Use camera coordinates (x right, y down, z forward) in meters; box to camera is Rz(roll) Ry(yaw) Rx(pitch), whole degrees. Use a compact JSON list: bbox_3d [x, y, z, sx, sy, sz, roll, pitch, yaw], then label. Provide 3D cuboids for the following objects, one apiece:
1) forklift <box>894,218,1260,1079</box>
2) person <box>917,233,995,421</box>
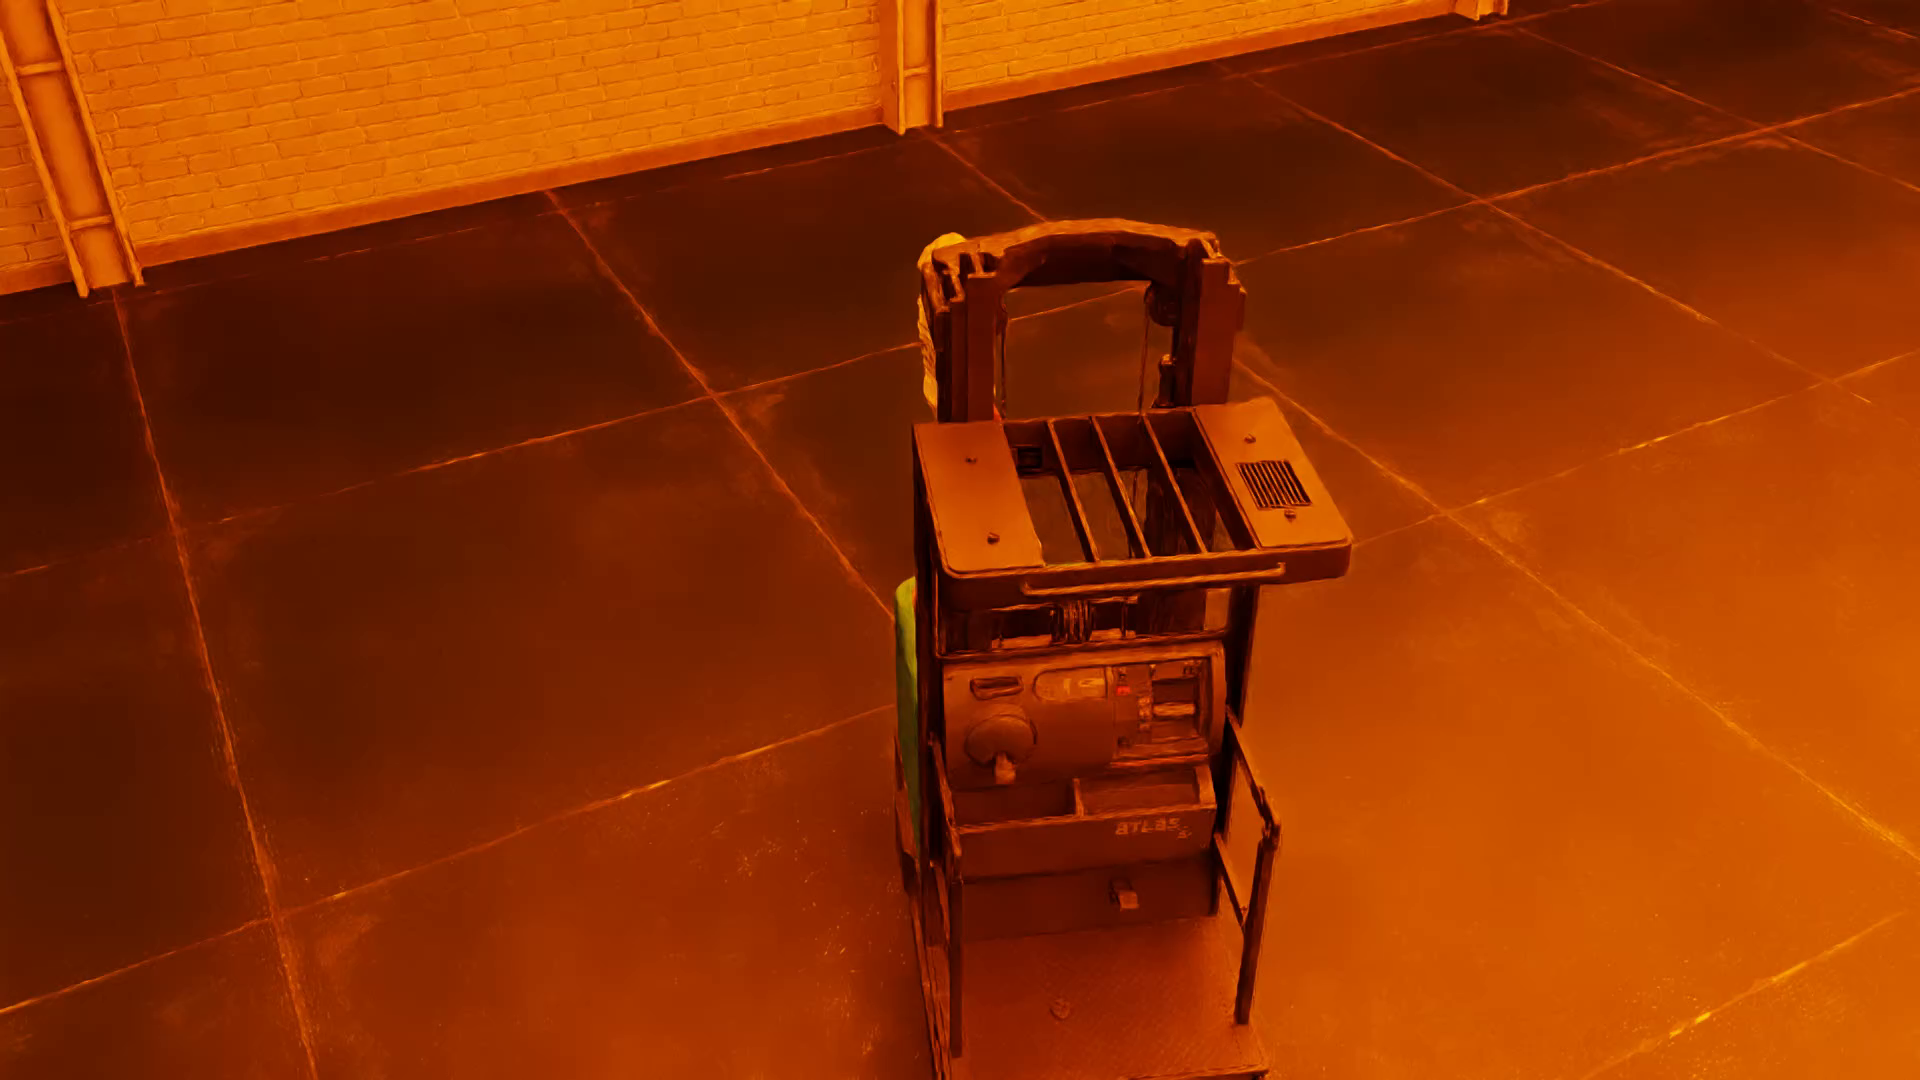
[{"bbox_3d":[0.438,0.628,5.235,1.130,2.935,3.031,-5,36,-6],"label":"forklift"},{"bbox_3d":[0.011,-0.722,8.145,0.393,1.629,0.512,-17,39,-23],"label":"person"}]
